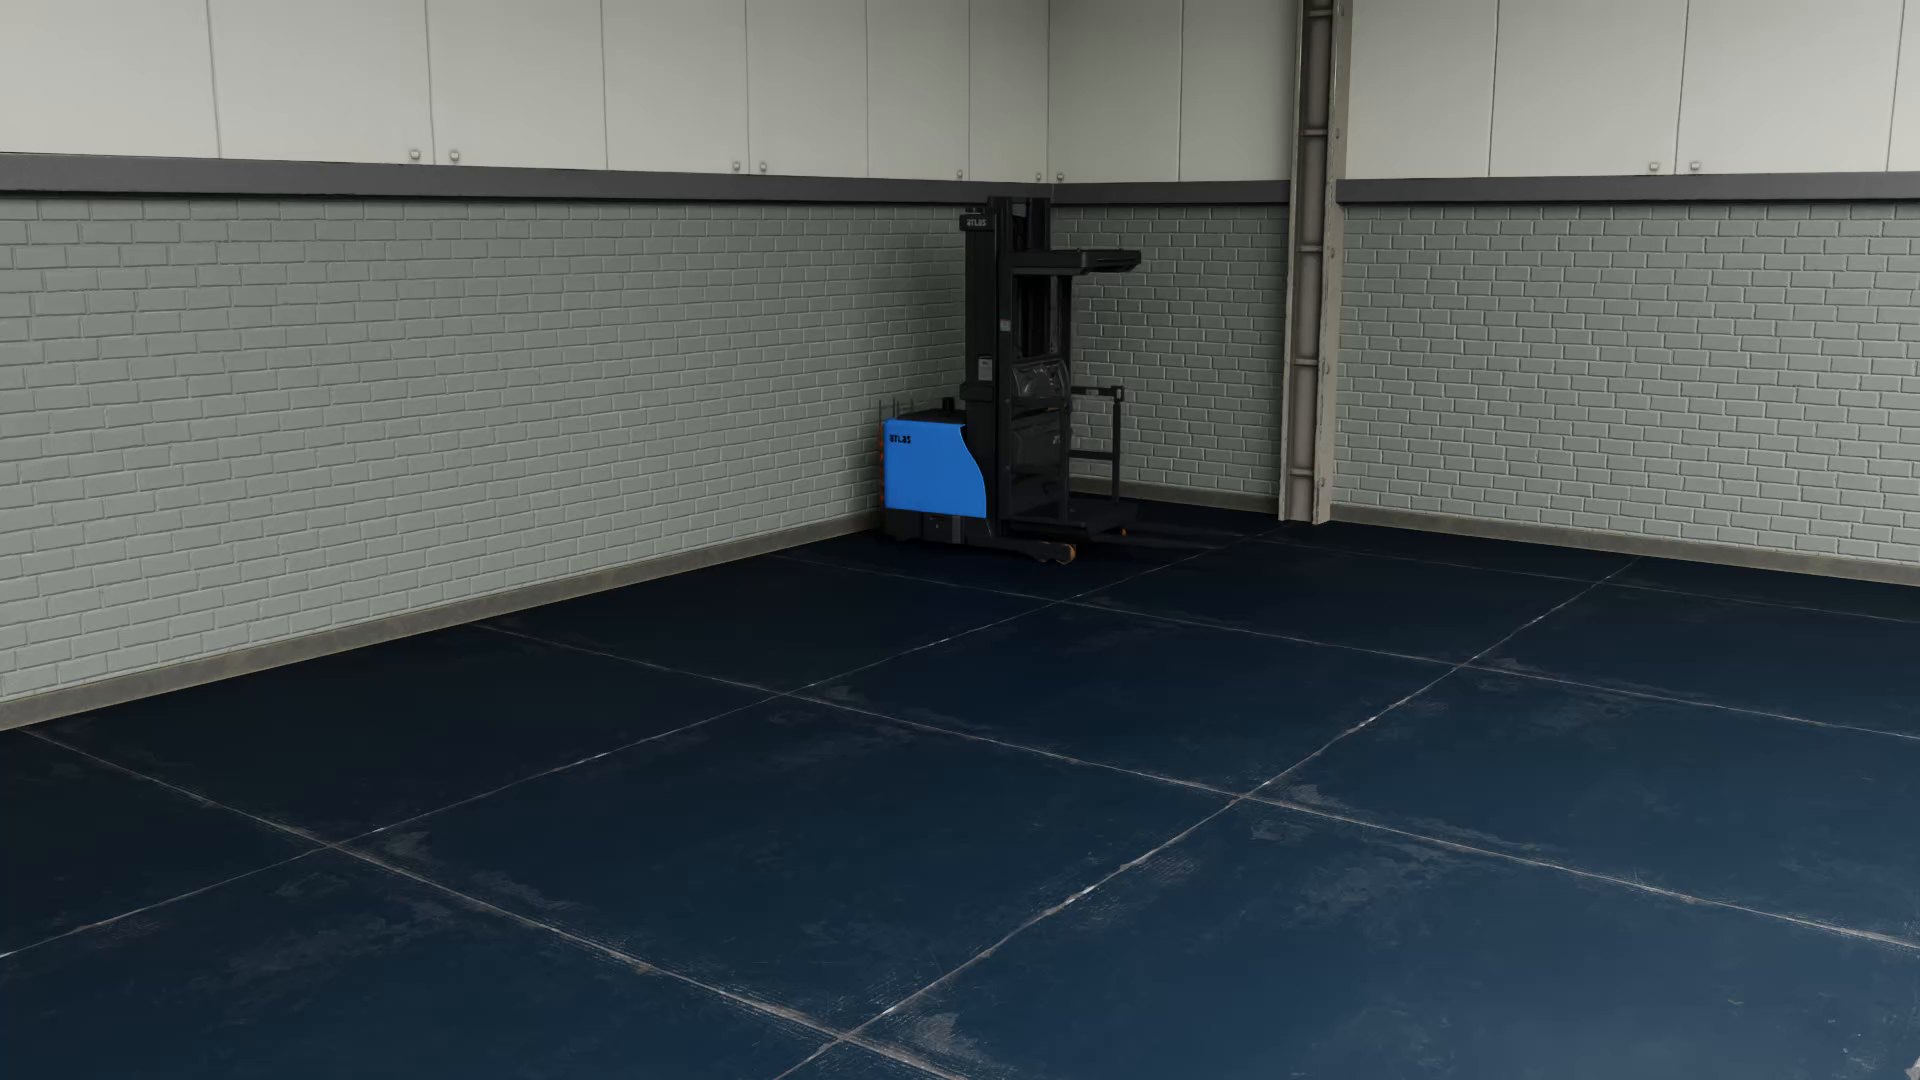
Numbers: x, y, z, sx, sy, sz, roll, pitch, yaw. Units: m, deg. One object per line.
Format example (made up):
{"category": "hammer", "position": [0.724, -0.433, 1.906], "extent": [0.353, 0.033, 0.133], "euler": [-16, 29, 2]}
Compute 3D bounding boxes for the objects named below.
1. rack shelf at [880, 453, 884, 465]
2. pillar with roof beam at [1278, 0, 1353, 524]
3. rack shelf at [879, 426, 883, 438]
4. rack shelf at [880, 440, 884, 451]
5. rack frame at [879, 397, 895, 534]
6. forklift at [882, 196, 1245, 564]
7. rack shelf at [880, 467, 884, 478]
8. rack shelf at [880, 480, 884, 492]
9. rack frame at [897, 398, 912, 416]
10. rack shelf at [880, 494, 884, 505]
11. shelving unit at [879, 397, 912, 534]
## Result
{"category": "rack shelf", "position": [-0.566, -0.725, 14.723], "extent": [0.180, 0.103, 0.258], "euler": [6, 13, 30]}
{"category": "pillar with roof beam", "position": [0.663, -3.948, 11.243], "extent": [0.400, 9.000, 9.100], "euler": [8, 13, 36]}
{"category": "rack shelf", "position": [-0.566, -0.961, 14.677], "extent": [0.180, 0.103, 0.258], "euler": [6, 13, 30]}
{"category": "rack shelf", "position": [-0.566, -0.843, 14.700], "extent": [0.180, 0.103, 0.258], "euler": [6, 13, 30]}
{"category": "rack frame", "position": [-0.645, -0.660, 14.783], "extent": [0.006, 1.200, 0.240], "euler": [6, 13, 30]}
{"category": "forklift", "position": [0.859, -1.356, 13.825], "extent": [3.031, 2.935, 1.130], "euler": [6, 13, 30]}
{"category": "rack shelf", "position": [-0.566, -0.608, 14.746], "extent": [0.180, 0.103, 0.258], "euler": [6, 13, 30]}
{"category": "rack shelf", "position": [-0.566, -0.490, 14.768], "extent": [0.180, 0.103, 0.258], "euler": [6, 13, 30]}
{"category": "rack frame", "position": [-0.487, -0.642, 14.692], "extent": [0.006, 1.200, 0.240], "euler": [6, 13, 30]}
{"category": "rack shelf", "position": [-0.566, -0.372, 14.791], "extent": [0.180, 0.103, 0.258], "euler": [6, 13, 30]}
{"category": "shelving unit", "position": [-0.566, -0.651, 14.737], "extent": [0.189, 1.200, 0.258], "euler": [6, 13, 30]}
